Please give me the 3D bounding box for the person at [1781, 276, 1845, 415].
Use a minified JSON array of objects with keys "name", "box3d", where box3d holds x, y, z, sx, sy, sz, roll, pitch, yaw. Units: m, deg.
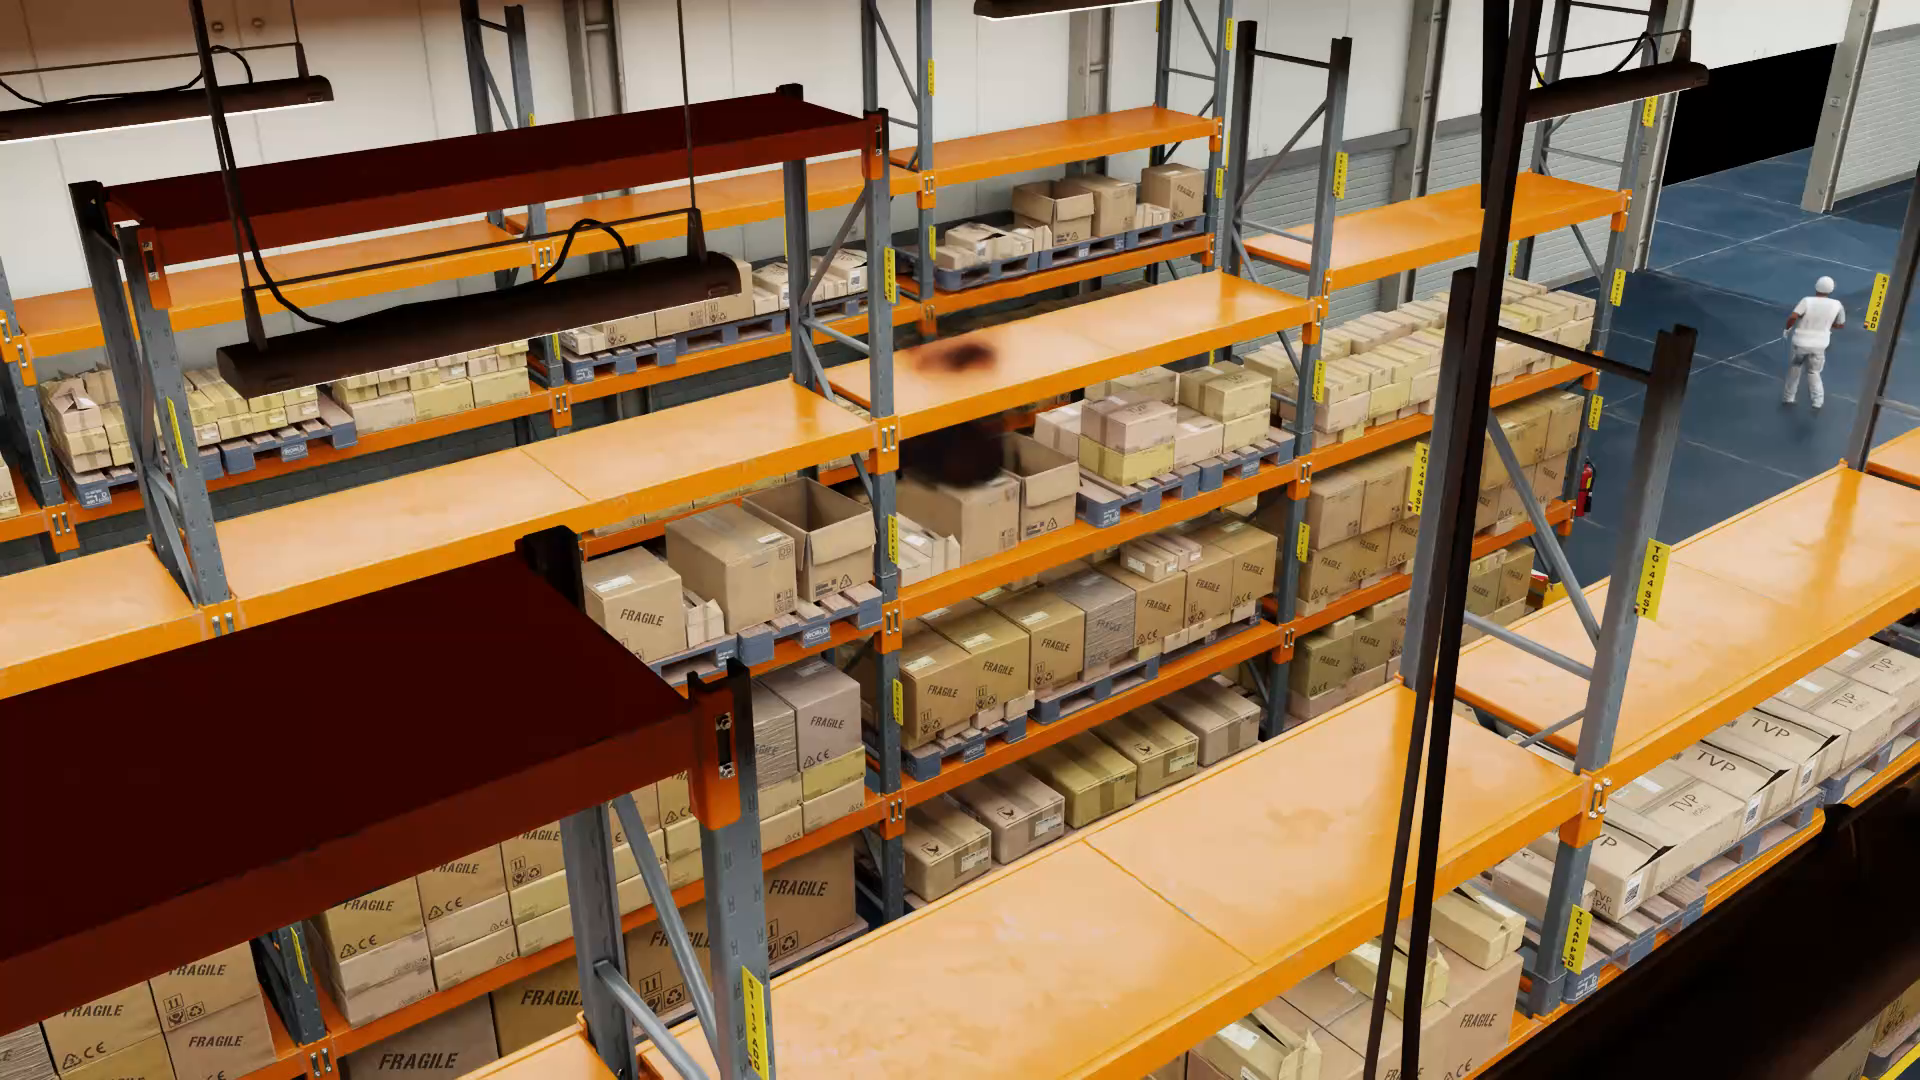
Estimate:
[{"name":"person","box3d":[10.779,-2.453,21.086,0.694,1.793,0.997,8,27,15]}]
